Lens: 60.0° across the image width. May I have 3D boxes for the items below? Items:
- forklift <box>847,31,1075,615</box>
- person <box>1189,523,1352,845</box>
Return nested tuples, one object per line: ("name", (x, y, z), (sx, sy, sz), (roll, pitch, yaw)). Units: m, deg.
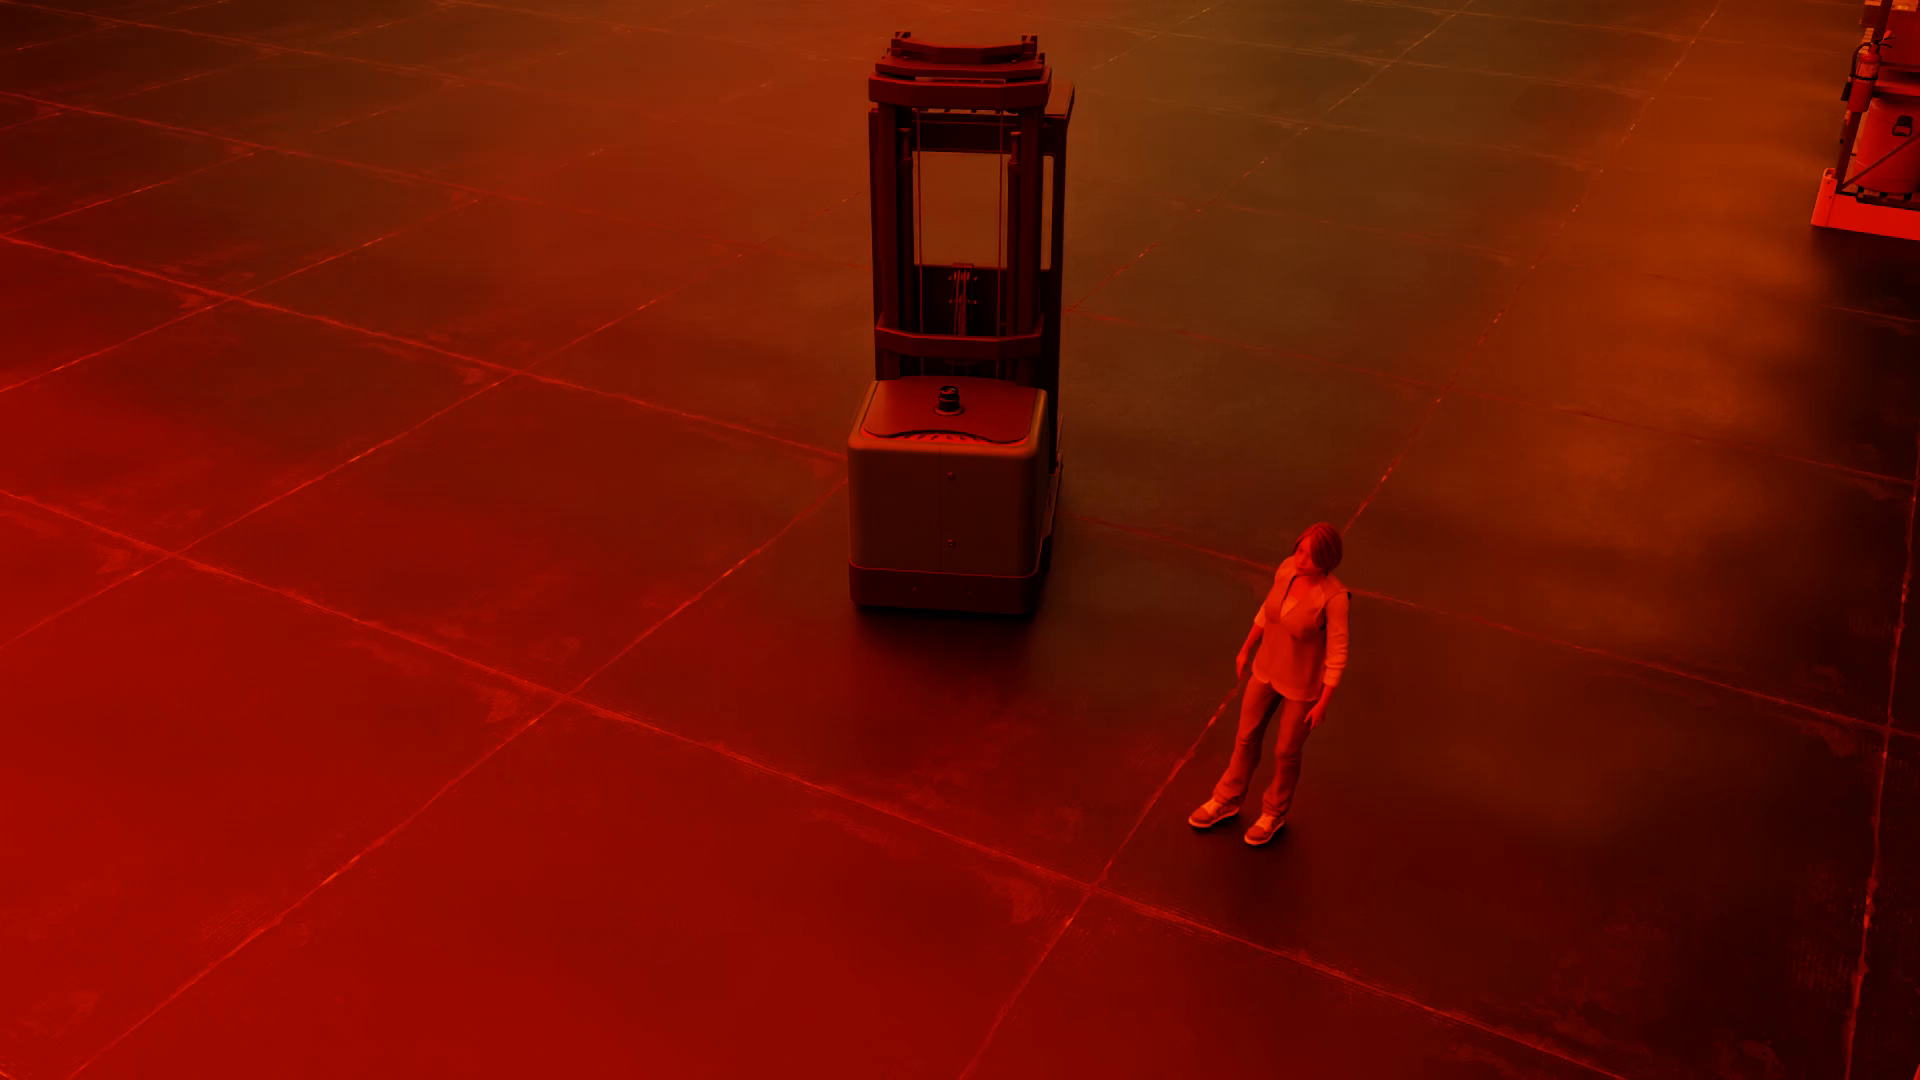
("forklift", (0.072, -1.572, 9.794), (1.130, 2.935, 3.031), (3, 30, 6))
("person", (1.381, 0.651, 7.267), (0.474, 1.600, 0.514), (-21, 36, -32))
